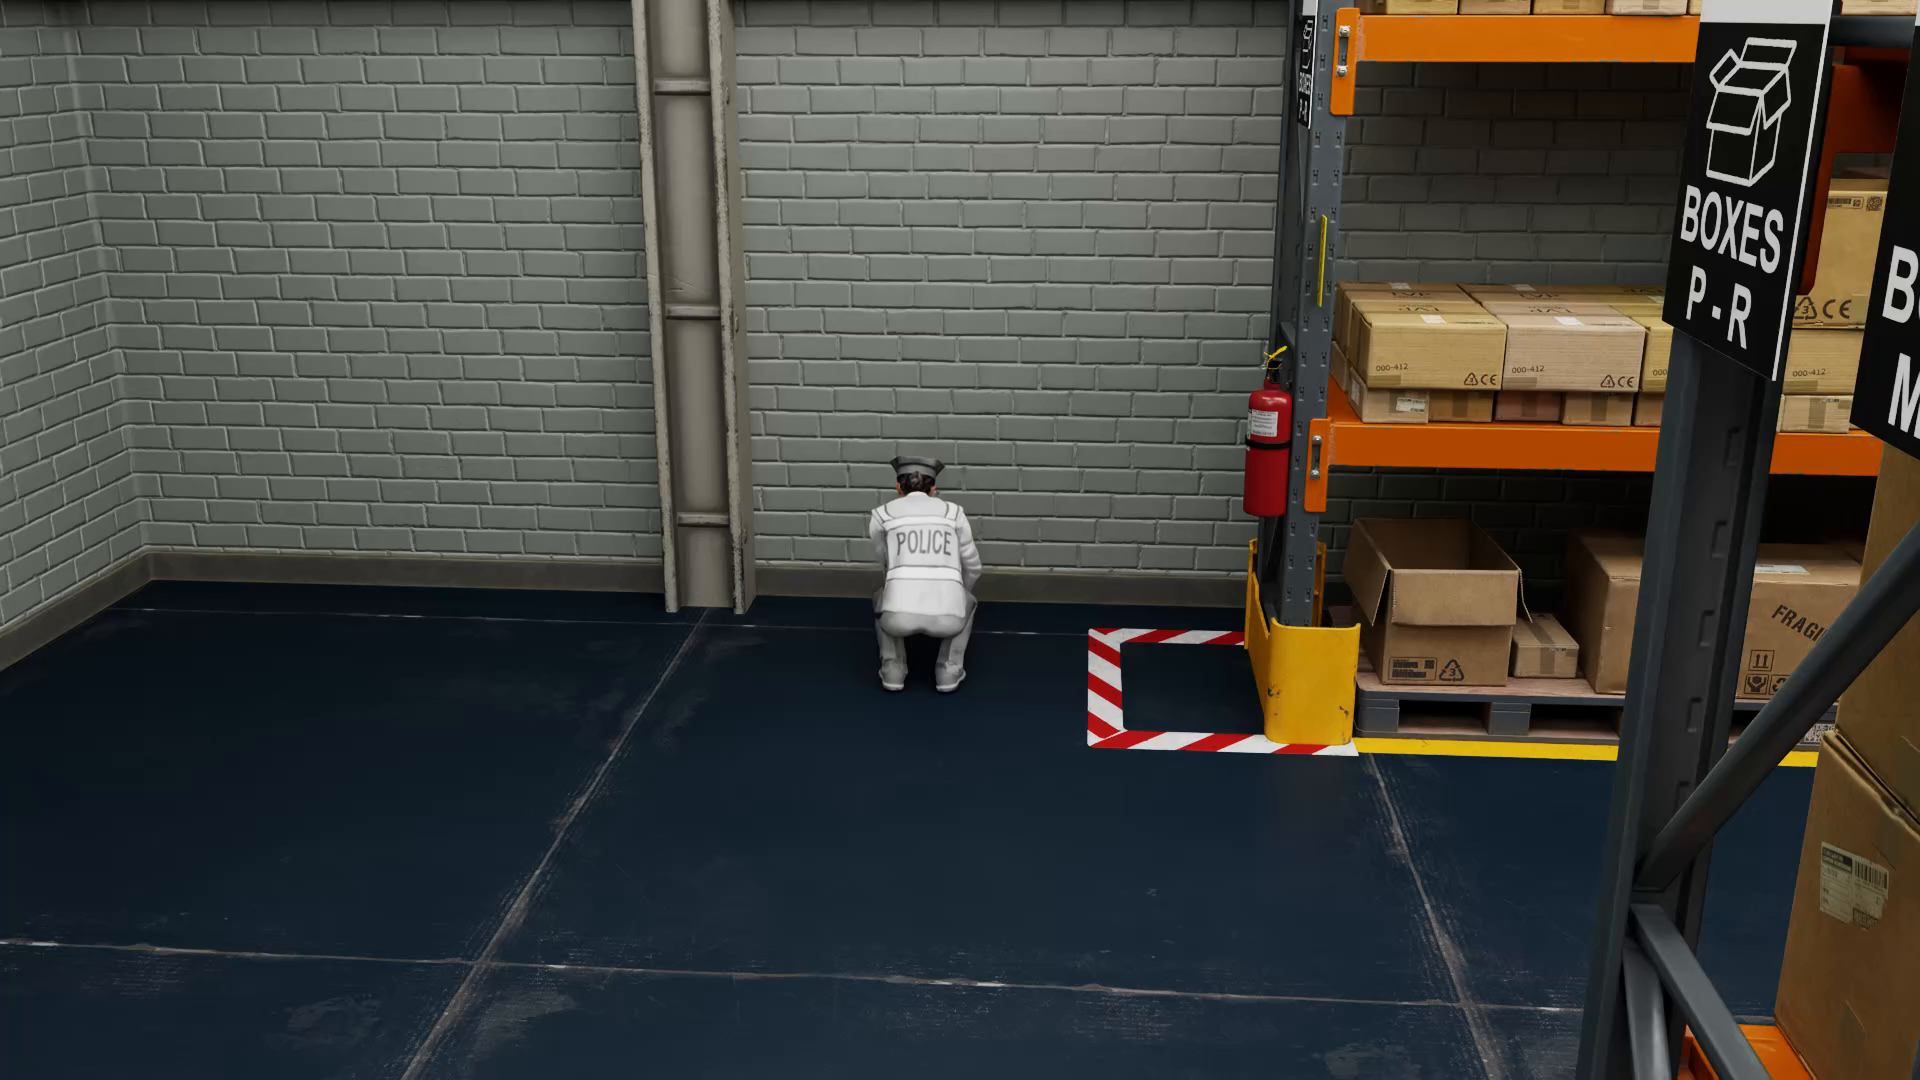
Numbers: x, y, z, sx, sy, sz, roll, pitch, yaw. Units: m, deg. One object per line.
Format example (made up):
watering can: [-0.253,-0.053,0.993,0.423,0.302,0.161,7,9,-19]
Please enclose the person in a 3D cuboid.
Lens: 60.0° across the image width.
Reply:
person: [-0.157,0.132,7.324,0.492,0.960,0.833,1,18,4]
